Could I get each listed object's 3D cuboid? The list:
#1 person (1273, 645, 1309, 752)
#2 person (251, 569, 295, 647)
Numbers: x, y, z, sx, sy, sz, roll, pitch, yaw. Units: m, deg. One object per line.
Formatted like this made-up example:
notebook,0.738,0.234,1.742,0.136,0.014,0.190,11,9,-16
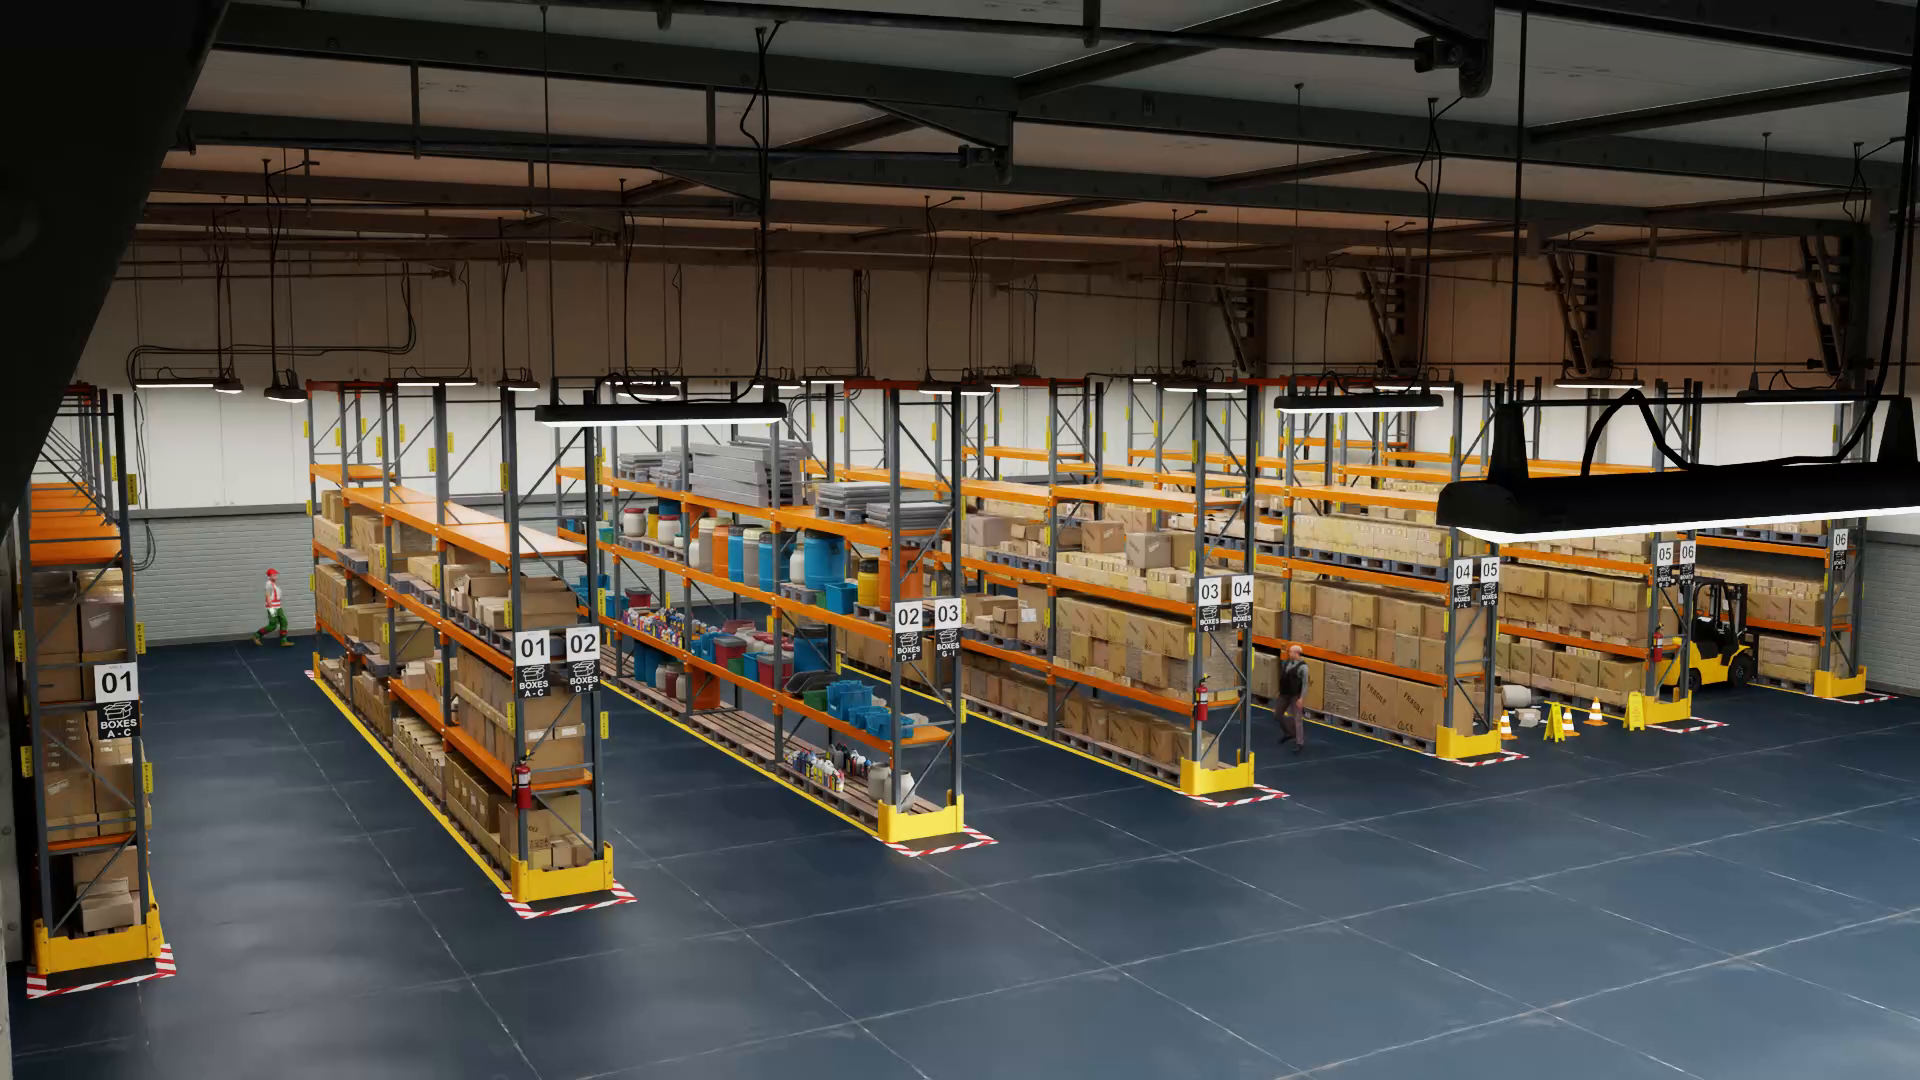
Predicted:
person,5.449,2.568,27.292,0.479,1.723,0.626,-5,8,-41
person,-15.309,1.521,36.977,0.874,1.760,0.573,-1,6,-10
